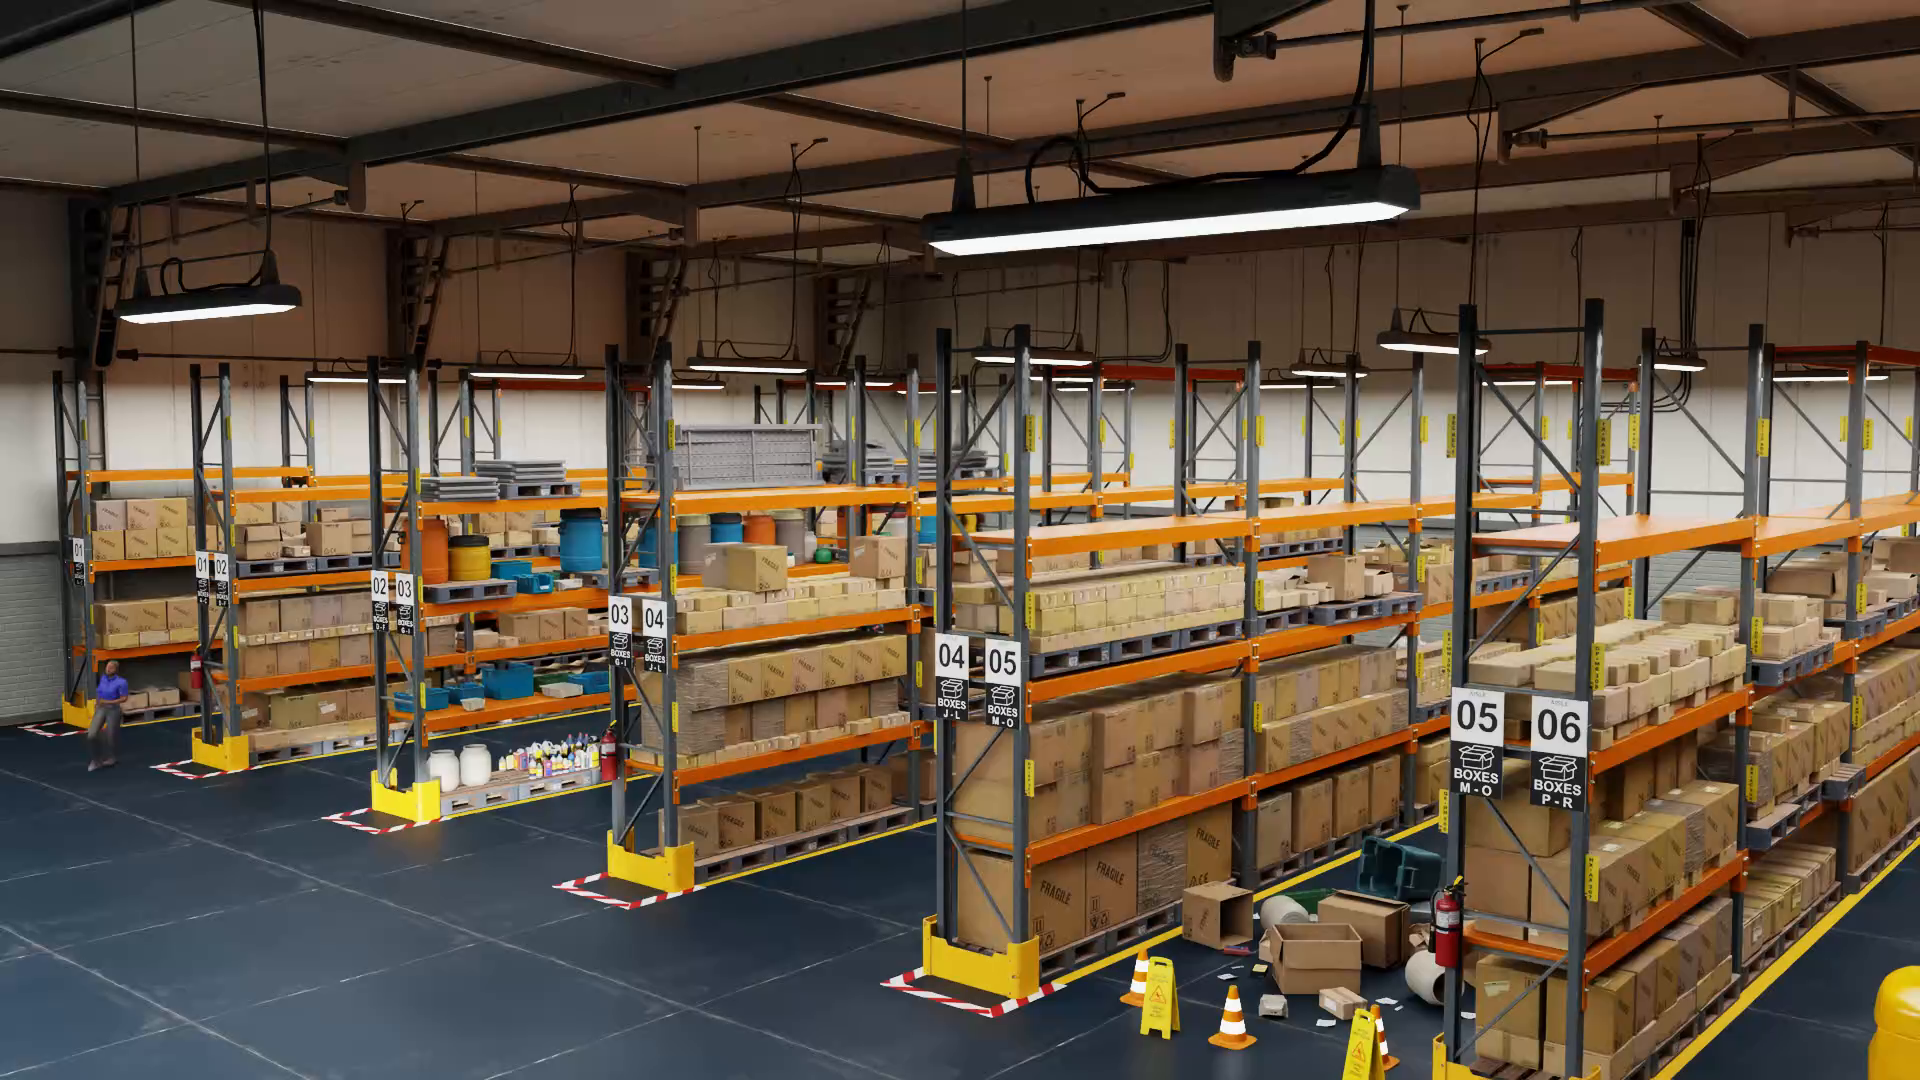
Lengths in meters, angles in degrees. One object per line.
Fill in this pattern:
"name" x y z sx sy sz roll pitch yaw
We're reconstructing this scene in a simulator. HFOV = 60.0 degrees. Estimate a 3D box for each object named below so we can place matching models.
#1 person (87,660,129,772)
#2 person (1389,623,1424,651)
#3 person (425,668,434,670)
"person" -12.561 2.589 24.597 0.607 1.665 0.639 0 4 2
"person" 7.890 2.230 29.355 0.652 1.724 0.746 1 4 18
"person" -9.419 2.190 29.148 0.666 1.751 0.670 3 5 40
